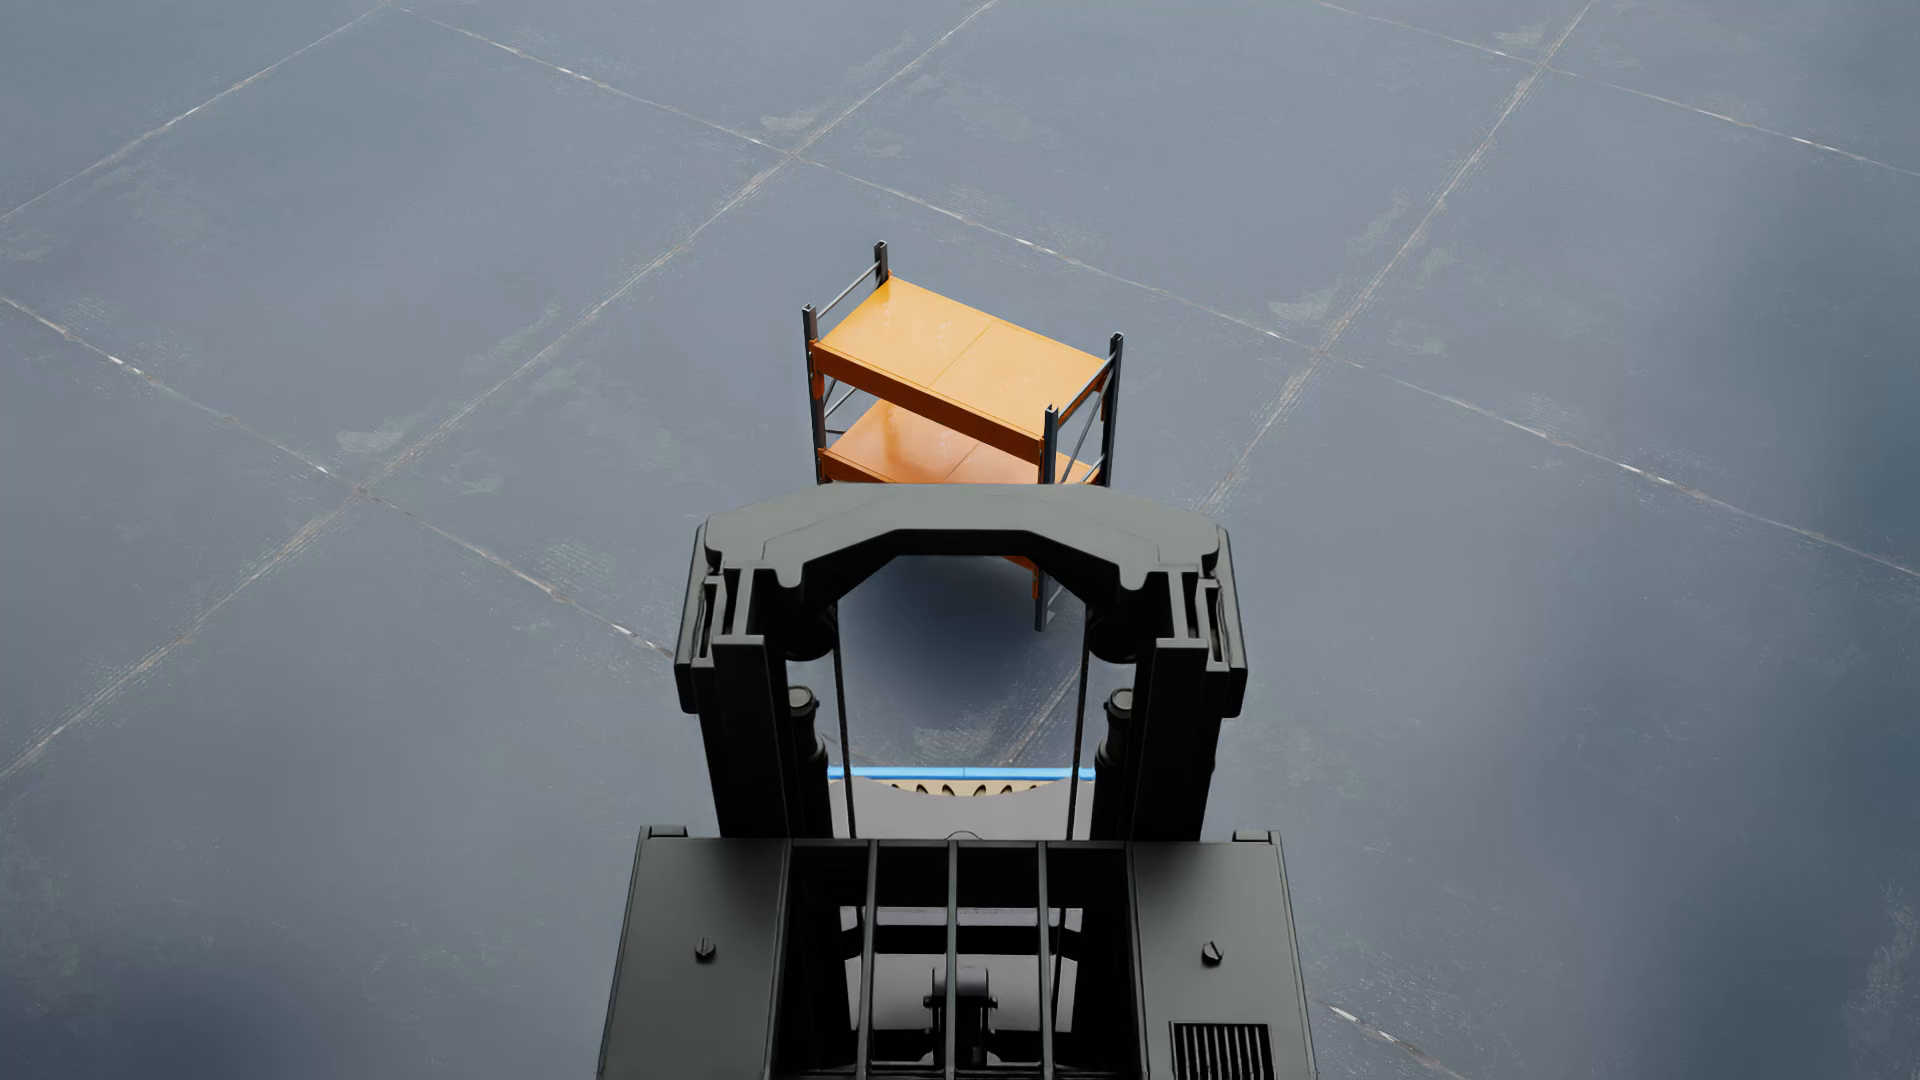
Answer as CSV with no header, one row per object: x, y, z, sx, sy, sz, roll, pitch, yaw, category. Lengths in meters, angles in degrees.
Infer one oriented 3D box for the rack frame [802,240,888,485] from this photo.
-0.422,-0.586,6.535,0.032,1.125,0.500,25,51,22,rack frame

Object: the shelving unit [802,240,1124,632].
0.006,-0.389,6.344,1.048,1.125,0.538,25,51,22,shelving unit

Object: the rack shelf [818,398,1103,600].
0.006,-0.219,6.519,1.000,0.278,0.538,25,51,22,rack shelf

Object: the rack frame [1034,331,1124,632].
0.434,-0.193,6.153,0.032,1.125,0.500,25,51,22,rack frame

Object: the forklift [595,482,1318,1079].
-0.003,1.421,3.326,1.130,2.935,3.031,0,46,0,forklift

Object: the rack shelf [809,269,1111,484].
0.006,-0.593,6.134,1.000,0.278,0.538,25,51,22,rack shelf
